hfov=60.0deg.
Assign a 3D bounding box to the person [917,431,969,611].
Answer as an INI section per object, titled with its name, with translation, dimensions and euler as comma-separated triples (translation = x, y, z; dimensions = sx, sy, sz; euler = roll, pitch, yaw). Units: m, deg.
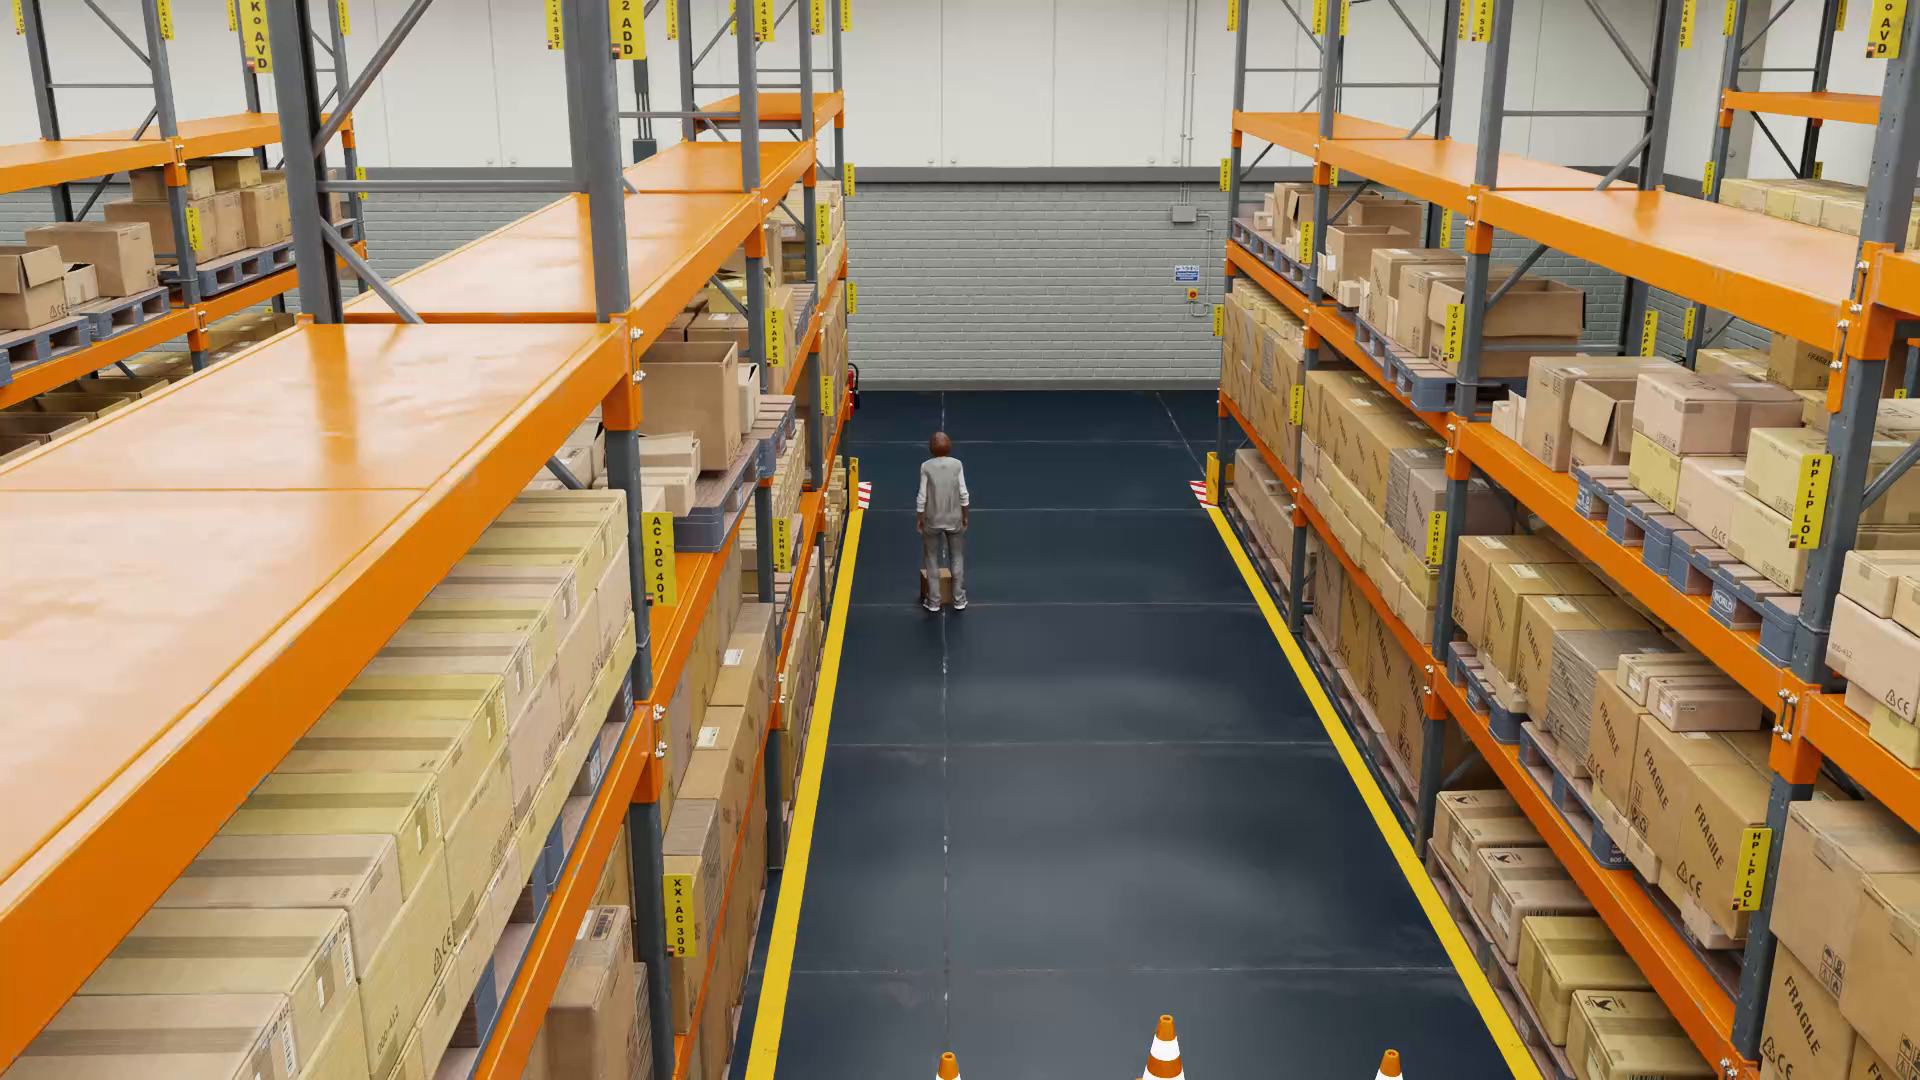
[person]
translation = -0.151, -0.154, 14.545
dimensions = 0.462, 1.593, 0.343
euler = -3, 18, -9
